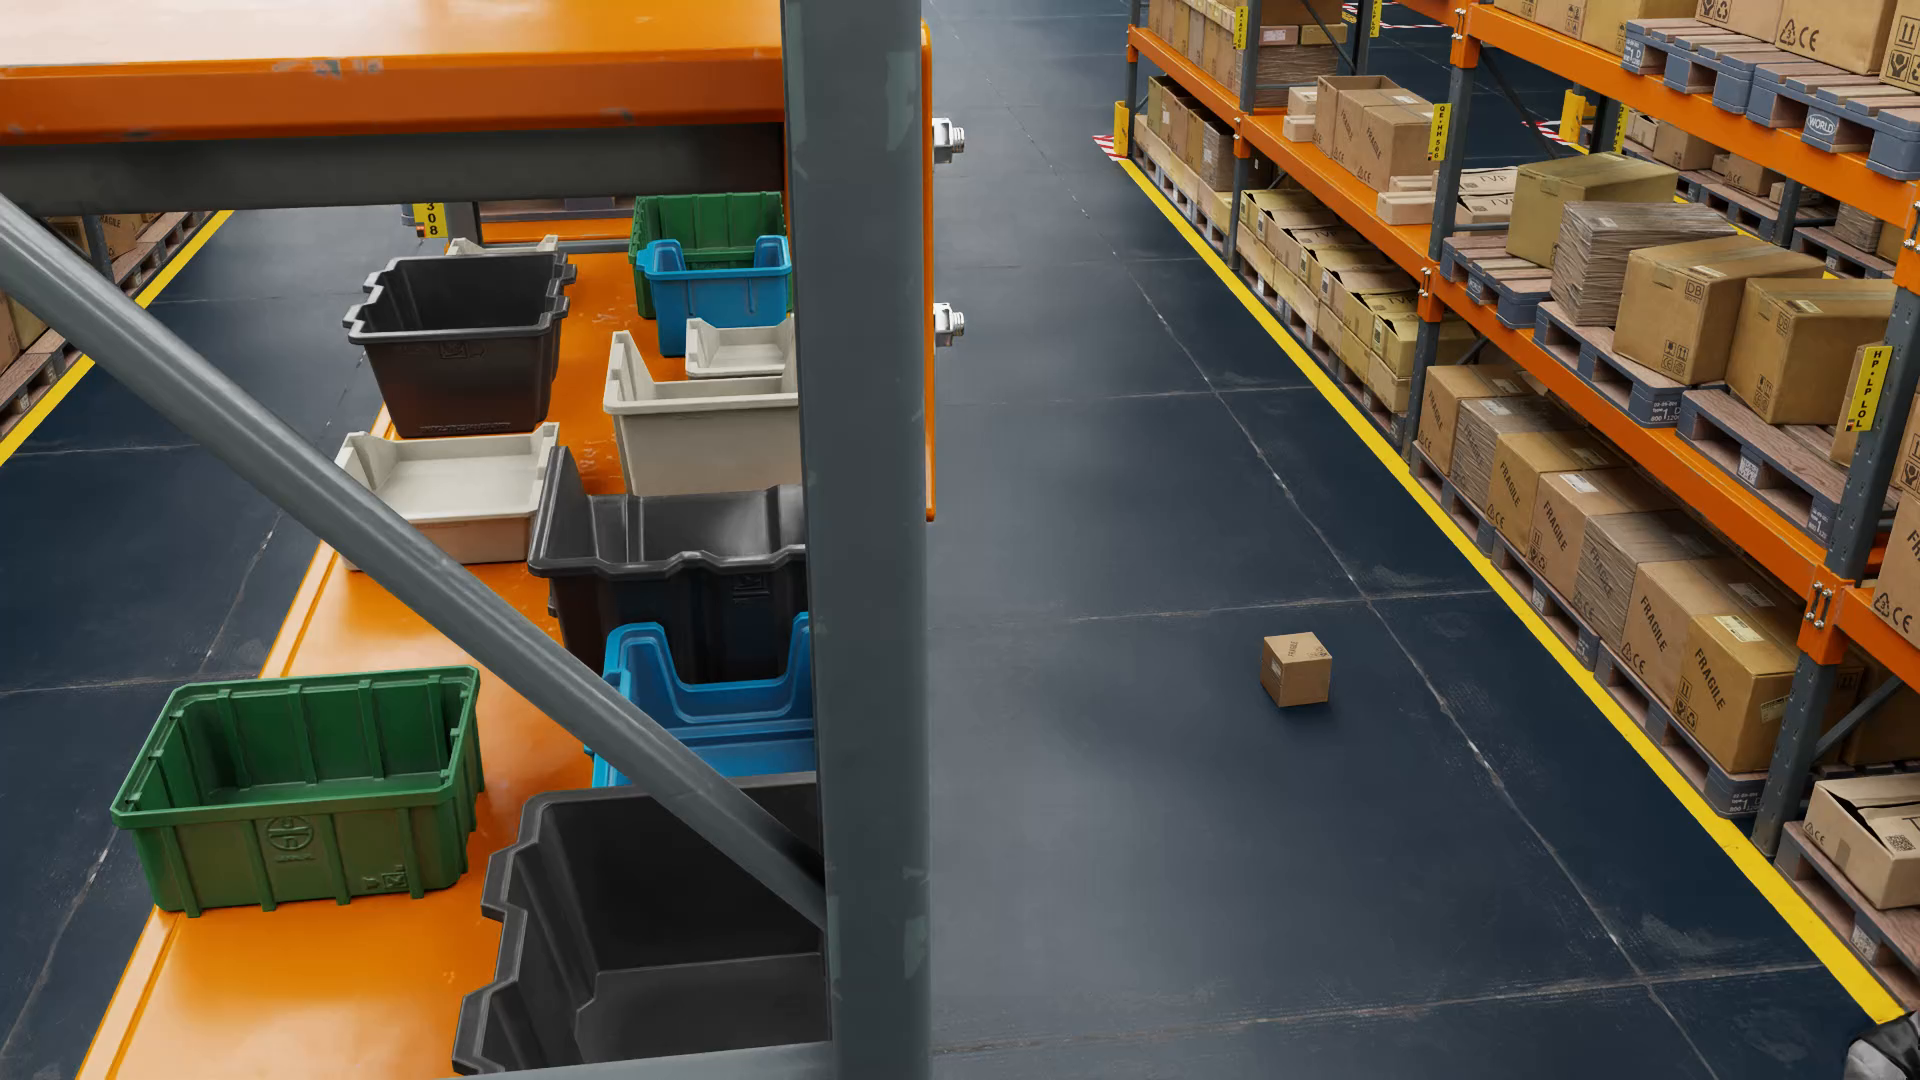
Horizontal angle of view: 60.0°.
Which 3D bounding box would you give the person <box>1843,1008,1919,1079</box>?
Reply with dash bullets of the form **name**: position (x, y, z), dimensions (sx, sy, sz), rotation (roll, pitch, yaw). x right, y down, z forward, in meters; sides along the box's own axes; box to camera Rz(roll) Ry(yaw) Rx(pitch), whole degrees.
- **person**: position (2.398, 1.760, 4.158), dimensions (0.556, 1.658, 1.024), rotation (-5, 27, -9)
